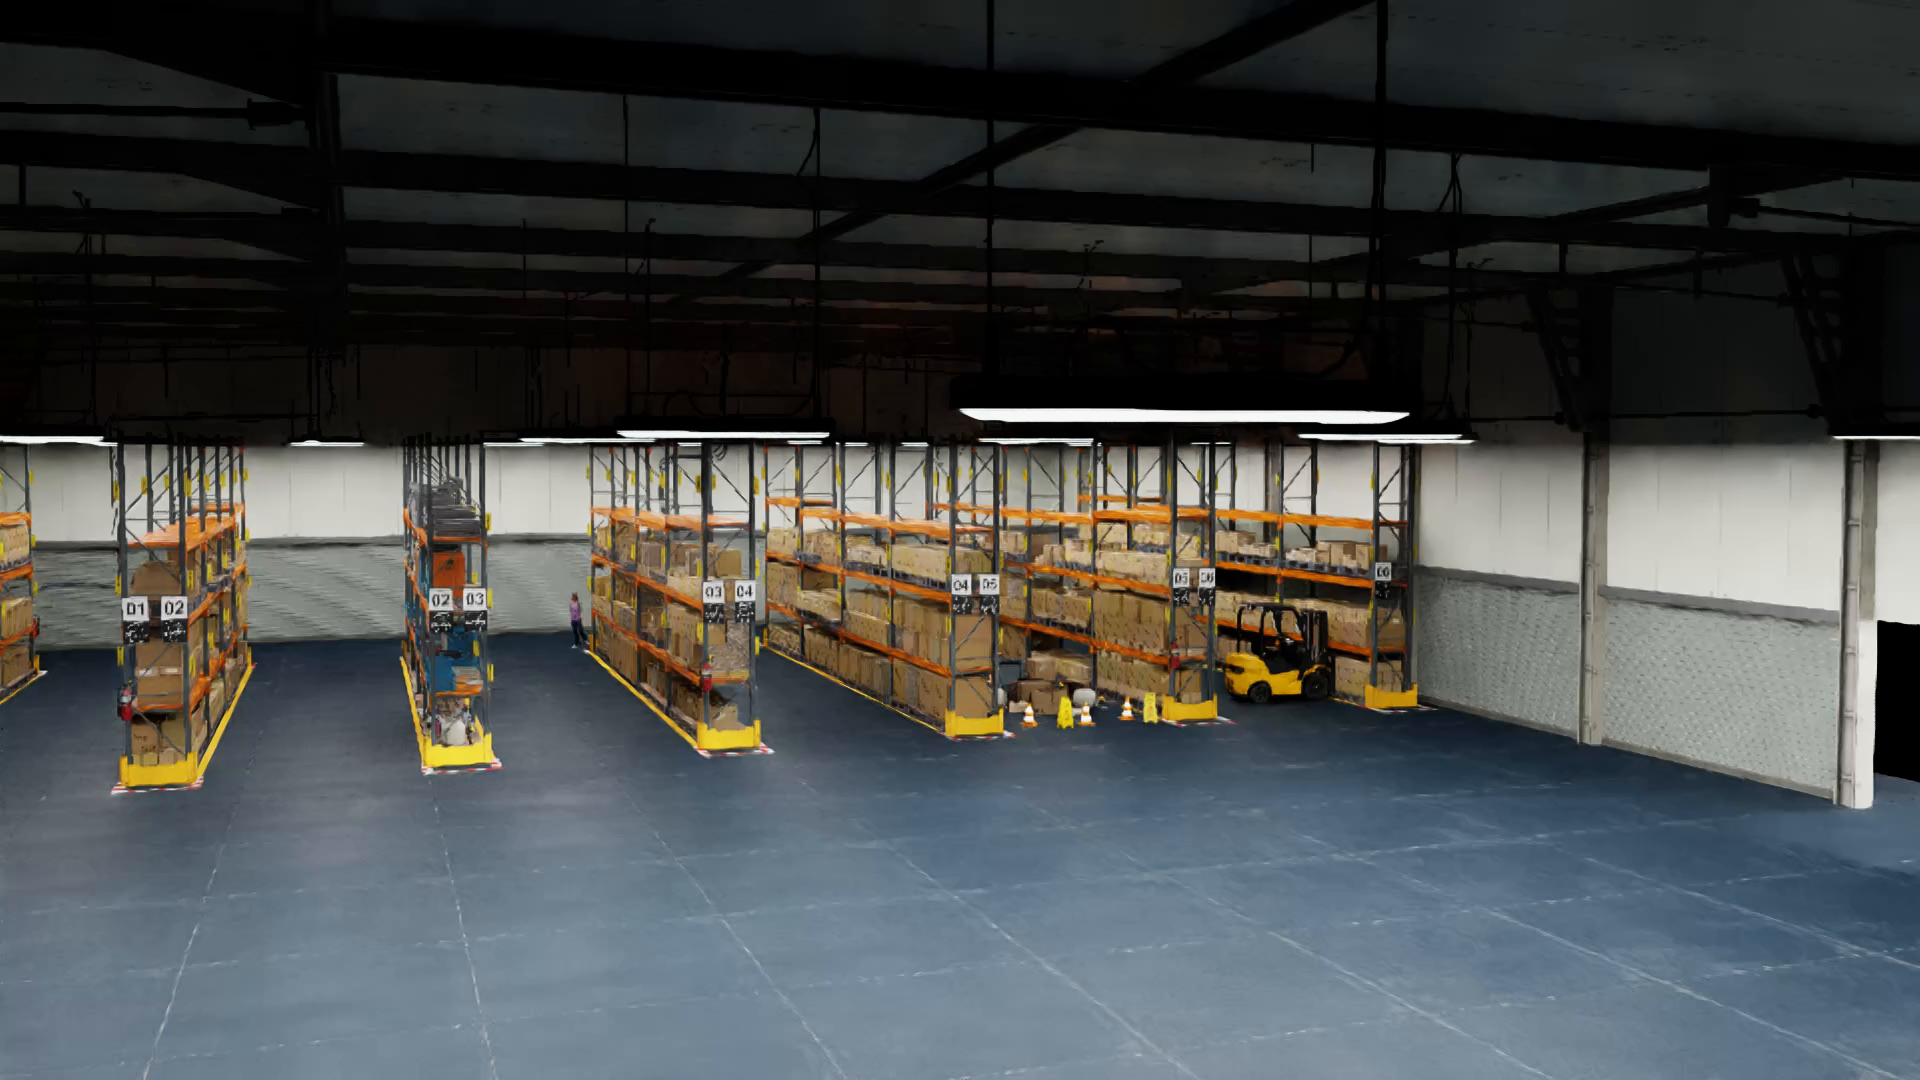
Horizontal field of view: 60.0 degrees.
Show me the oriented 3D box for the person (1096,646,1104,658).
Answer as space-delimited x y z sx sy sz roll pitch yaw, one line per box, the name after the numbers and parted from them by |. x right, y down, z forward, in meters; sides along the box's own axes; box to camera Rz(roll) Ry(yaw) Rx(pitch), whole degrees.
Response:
3.581 2.435 43.439 0.501 1.746 0.588 1 3 11 | person

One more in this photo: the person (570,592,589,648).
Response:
-10.892 2.283 47.563 0.496 1.591 0.482 1 3 25 | person

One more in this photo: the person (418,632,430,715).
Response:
-11.121 2.763 34.614 0.364 1.717 0.486 -1 3 -9 | person
